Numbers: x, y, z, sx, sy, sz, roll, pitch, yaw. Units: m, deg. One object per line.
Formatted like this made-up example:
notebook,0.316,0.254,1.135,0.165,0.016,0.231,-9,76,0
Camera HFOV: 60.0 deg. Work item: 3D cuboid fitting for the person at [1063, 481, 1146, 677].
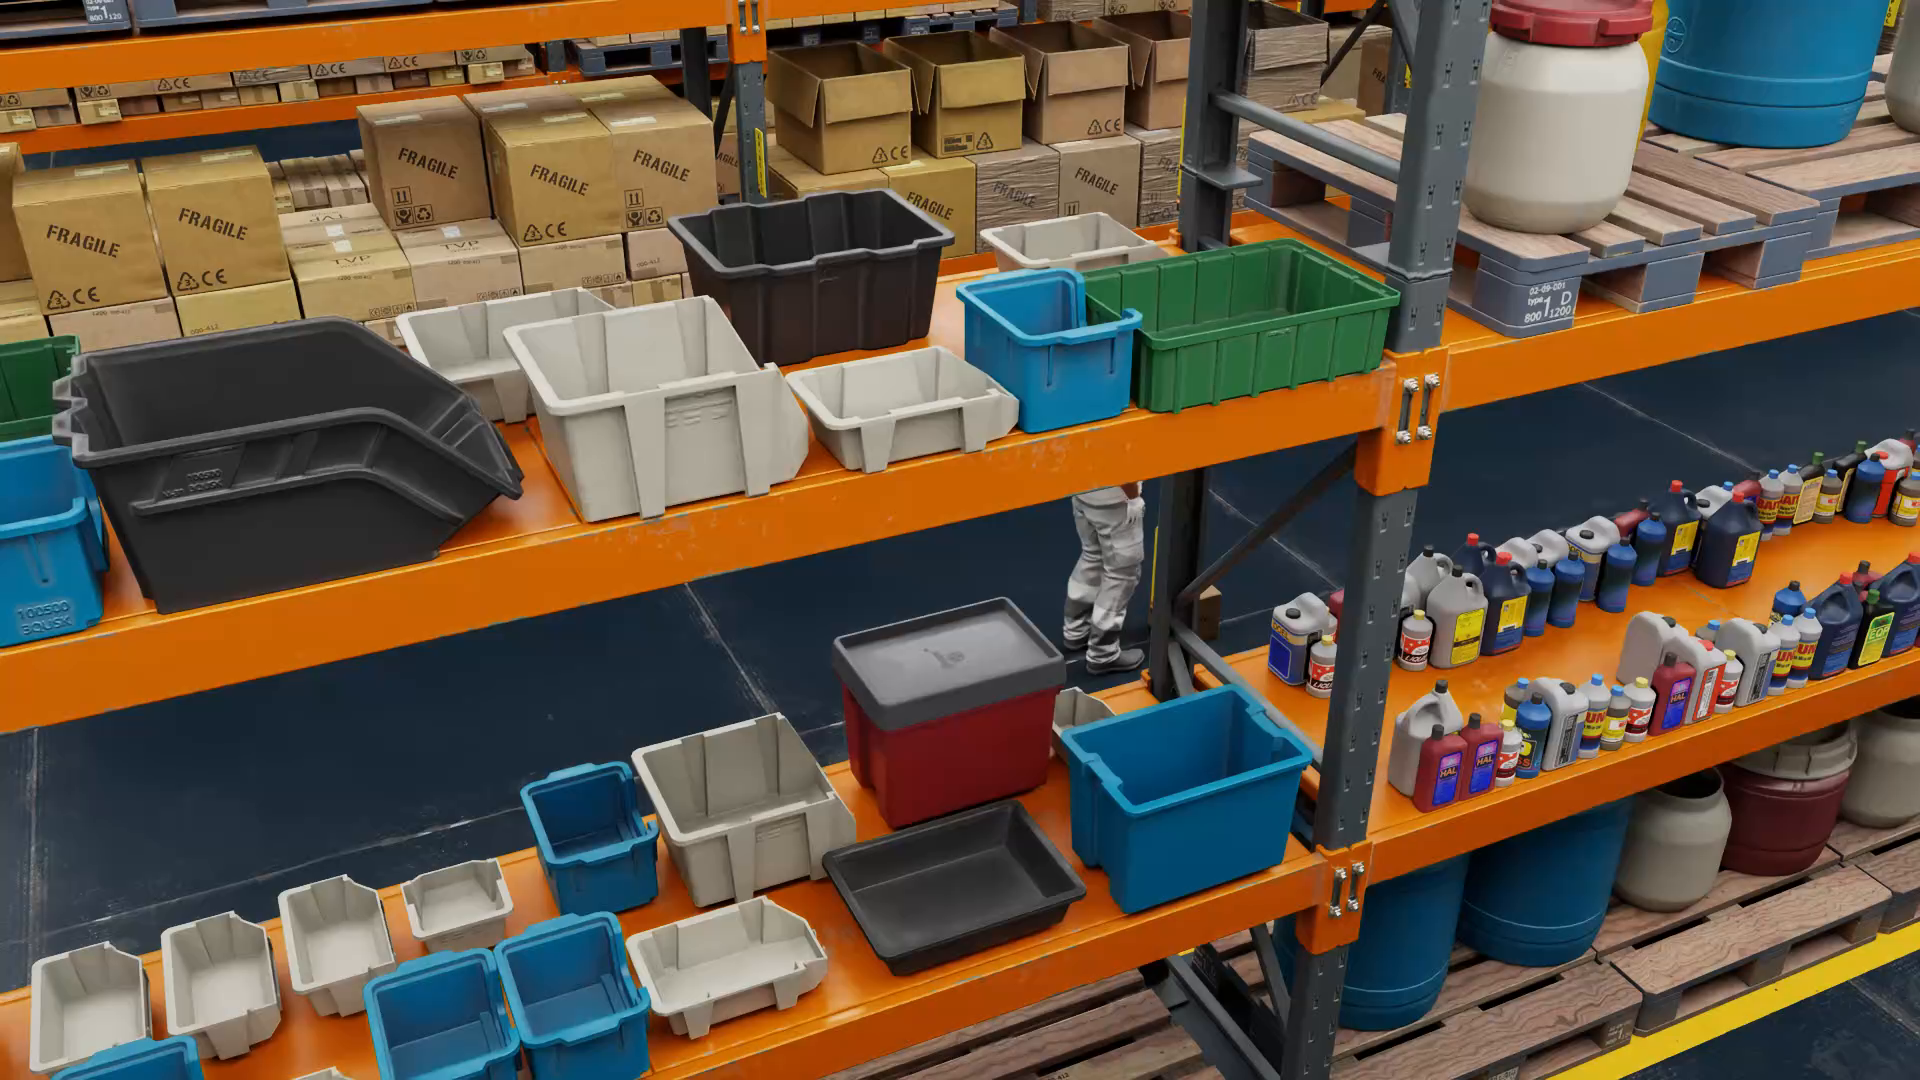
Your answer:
person,0.666,-0.237,7.549,0.388,1.767,0.533,-12,31,-21
